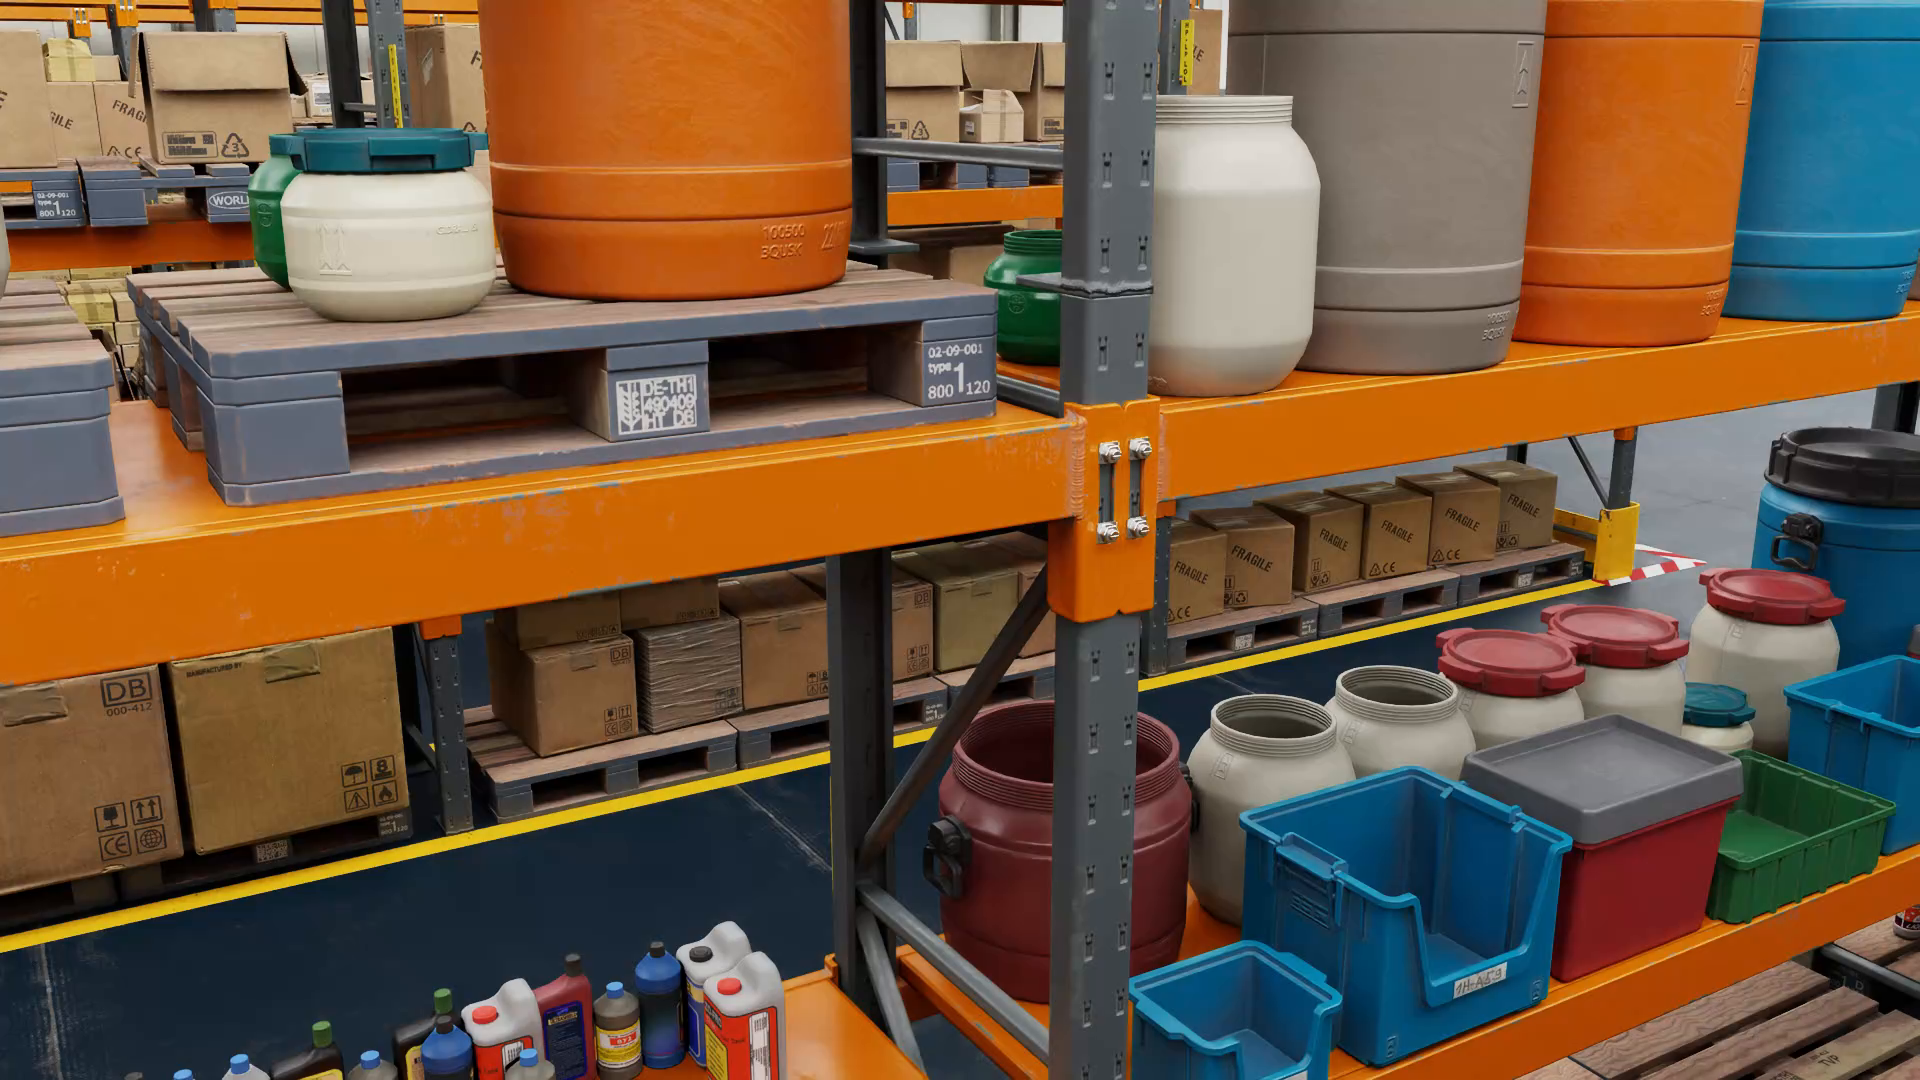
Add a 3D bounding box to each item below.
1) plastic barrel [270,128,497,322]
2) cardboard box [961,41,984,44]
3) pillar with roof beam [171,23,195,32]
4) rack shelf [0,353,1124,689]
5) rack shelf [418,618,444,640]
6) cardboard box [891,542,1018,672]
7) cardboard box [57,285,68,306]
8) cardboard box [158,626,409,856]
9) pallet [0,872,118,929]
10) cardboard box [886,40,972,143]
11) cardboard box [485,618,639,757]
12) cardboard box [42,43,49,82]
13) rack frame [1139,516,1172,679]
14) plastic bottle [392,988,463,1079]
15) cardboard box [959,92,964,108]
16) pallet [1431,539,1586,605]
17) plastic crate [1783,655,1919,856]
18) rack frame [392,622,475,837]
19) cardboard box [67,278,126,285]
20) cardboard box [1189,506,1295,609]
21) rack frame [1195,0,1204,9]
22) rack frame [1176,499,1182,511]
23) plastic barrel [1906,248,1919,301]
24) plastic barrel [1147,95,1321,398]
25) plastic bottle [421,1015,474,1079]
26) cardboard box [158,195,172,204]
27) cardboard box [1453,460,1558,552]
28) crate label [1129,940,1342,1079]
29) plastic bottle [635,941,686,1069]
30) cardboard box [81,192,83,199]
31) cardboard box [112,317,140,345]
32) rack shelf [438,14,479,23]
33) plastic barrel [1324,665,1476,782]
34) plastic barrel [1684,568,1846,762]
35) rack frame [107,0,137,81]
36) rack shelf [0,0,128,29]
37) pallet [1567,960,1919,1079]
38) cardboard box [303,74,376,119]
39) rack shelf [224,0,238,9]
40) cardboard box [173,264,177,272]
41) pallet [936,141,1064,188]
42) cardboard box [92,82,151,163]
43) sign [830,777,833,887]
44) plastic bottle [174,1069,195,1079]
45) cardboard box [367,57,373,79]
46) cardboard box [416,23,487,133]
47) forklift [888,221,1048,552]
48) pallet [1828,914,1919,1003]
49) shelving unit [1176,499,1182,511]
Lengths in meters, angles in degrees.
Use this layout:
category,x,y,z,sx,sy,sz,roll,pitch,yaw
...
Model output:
category,x,y,z,sx,sy,sz,roll,pitch,yaw
plastic barrel,-0.836,-0.466,2.435,0.301,0.262,0.301,0,16,0
cardboard box,-0.005,-4.039,13.729,0.250,0.149,0.380,-9,18,-30
pillar with roof beam,-7.336,-5.938,16.920,0.400,9.000,9.100,-9,18,-30
rack shelf,-1.707,0.111,2.231,4.000,0.370,1.077,-9,18,-30
rack shelf,-4.257,0.410,6.724,4.000,0.370,1.077,-9,18,-30
cardboard box,-0.070,0.363,9.372,0.500,0.500,0.700,-9,18,-30
cardboard box,-6.176,-1.617,11.206,0.250,0.149,0.380,-10,19,-32
cardboard box,-3.145,0.697,7.523,0.875,0.875,1.225,-10,19,-32
pallet,-4.302,1.389,7.065,1.213,0.211,1.003,-9,18,-30
cardboard box,-0.375,-2.293,8.507,0.637,0.503,0.797,-8,18,-27
cardboard box,-1.979,0.679,8.245,0.500,0.500,0.700,-10,19,-33
cardboard box,-5.942,-3.173,11.012,0.258,0.266,0.396,-9,18,-30
rack frame,0.886,-0.771,9.602,0.127,3.000,1.000,-9,18,-30
plastic bottle,-1.065,1.045,3.340,0.133,0.283,0.061,-9,18,-30
cardboard box,-0.004,-3.655,13.838,0.250,0.149,0.380,-9,18,-30
pallet,3.535,0.131,11.550,1.213,0.211,1.003,-9,18,-30
plastic crate,2.651,0.608,4.712,0.575,0.384,0.392,-9,18,-30
rack frame,-2.543,-0.215,7.618,0.127,3.000,1.000,-9,18,-30
cardboard box,-7.946,-2.305,15.353,0.500,0.250,0.500,-10,18,-32
cardboard box,1.736,0.103,10.338,0.500,0.500,0.500,-3,16,-12
rack frame,1.847,-5.377,14.920,0.127,3.000,1.000,-9,18,-30
rack frame,1.615,-1.014,13.250,0.032,1.500,0.500,-10,19,-32
plastic barrel,2.552,-1.099,4.286,0.600,0.901,0.600,0,16,0
plastic barrel,0.432,-0.539,3.011,0.421,0.512,0.421,0,16,0
plastic bottle,-1.008,1.067,3.285,0.097,0.271,0.097,0,16,0
cardboard box,-9.553,-4.029,19.840,0.250,0.149,0.380,-9,18,-29
cardboard box,3.771,-0.242,11.570,0.500,0.500,0.500,-6,17,-19
crate label,0.562,1.040,3.452,0.416,0.233,0.303,-9,18,-30
plastic bottle,-0.643,0.988,3.565,0.097,0.271,0.097,0,16,0
cardboard box,-7.955,-2.905,15.177,0.500,0.500,0.500,-10,18,-31
cardboard box,-5.428,-1.389,10.945,0.250,0.149,0.380,-8,18,-28
rack shelf,-5.063,-6.839,22.210,4.000,0.370,1.077,-9,18,-30
plastic barrel,1.141,0.626,4.410,0.421,0.512,0.421,0,16,0
plastic barrel,2.503,0.392,5.202,0.433,0.535,0.433,0,16,0
rack frame,-7.647,-5.396,14.988,0.127,3.000,1.000,-9,18,-30
rack shelf,-9.361,-4.579,14.147,4.000,0.370,1.077,-9,18,-30
pallet,2.783,1.836,5.469,1.213,0.211,1.003,-9,18,-30
cardboard box,-4.277,-3.078,11.477,0.500,0.311,0.500,-9,18,-30
rack shelf,-3.296,-4.004,12.095,4.000,0.370,1.077,-9,18,-30
cardboard box,-7.487,-2.689,16.132,0.250,0.149,0.380,-8,18,-28
pallet,0.302,-2.063,9.004,1.003,0.211,1.213,-9,18,-30
cardboard box,-5.369,-2.731,10.851,0.500,0.500,0.500,-9,18,-30
sign,-0.282,0.726,3.959,0.005,0.325,0.100,-9,18,-30
plastic bottle,-1.435,1.117,3.107,0.097,0.271,0.097,0,16,0
cardboard box,-5.512,-4.622,16.356,0.500,0.250,0.500,-9,18,-29
cardboard box,-2.008,-1.954,7.153,0.500,0.500,0.500,-9,18,-29
forklift,-0.521,-1.318,11.682,3.031,2.935,1.130,-10,19,-32
pallet,4.034,1.634,6.189,1.213,0.211,1.003,-9,18,-30
shelving unit,1.191,-0.939,12.980,1.048,1.500,0.538,-10,19,-32
